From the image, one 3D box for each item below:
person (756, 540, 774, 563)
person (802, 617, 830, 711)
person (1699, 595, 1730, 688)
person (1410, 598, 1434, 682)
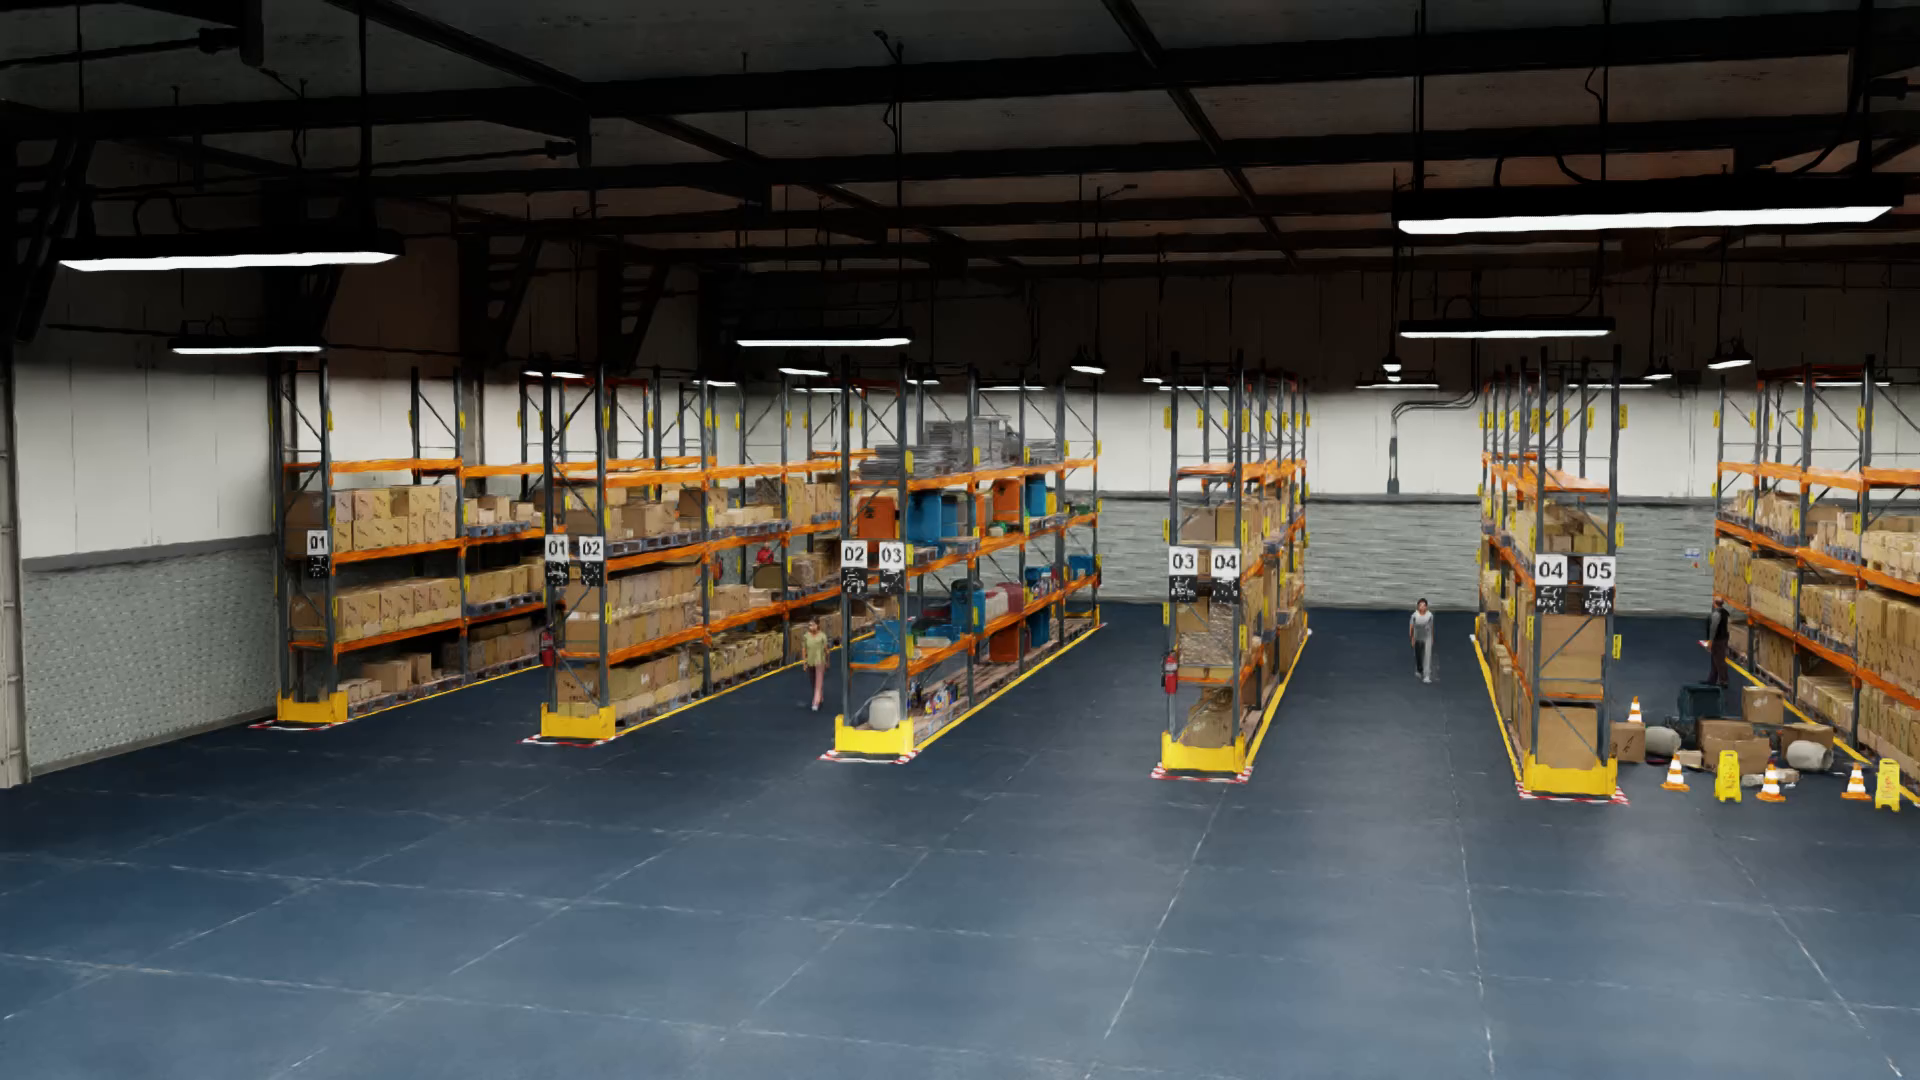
[{"bbox_3d":[-5.284,0.852,45.635,0.772,1.719,0.585,-3,5,-37],"label":"person"},{"bbox_3d":[-2.523,2.117,28.758,0.451,1.586,1.095,1,4,13],"label":"person"},{"bbox_3d":[14.156,1.894,31.149,0.583,1.709,0.629,3,5,37],"label":"person"},{"bbox_3d":[8.863,1.895,31.941,0.446,1.590,1.110,1,4,17],"label":"person"}]
